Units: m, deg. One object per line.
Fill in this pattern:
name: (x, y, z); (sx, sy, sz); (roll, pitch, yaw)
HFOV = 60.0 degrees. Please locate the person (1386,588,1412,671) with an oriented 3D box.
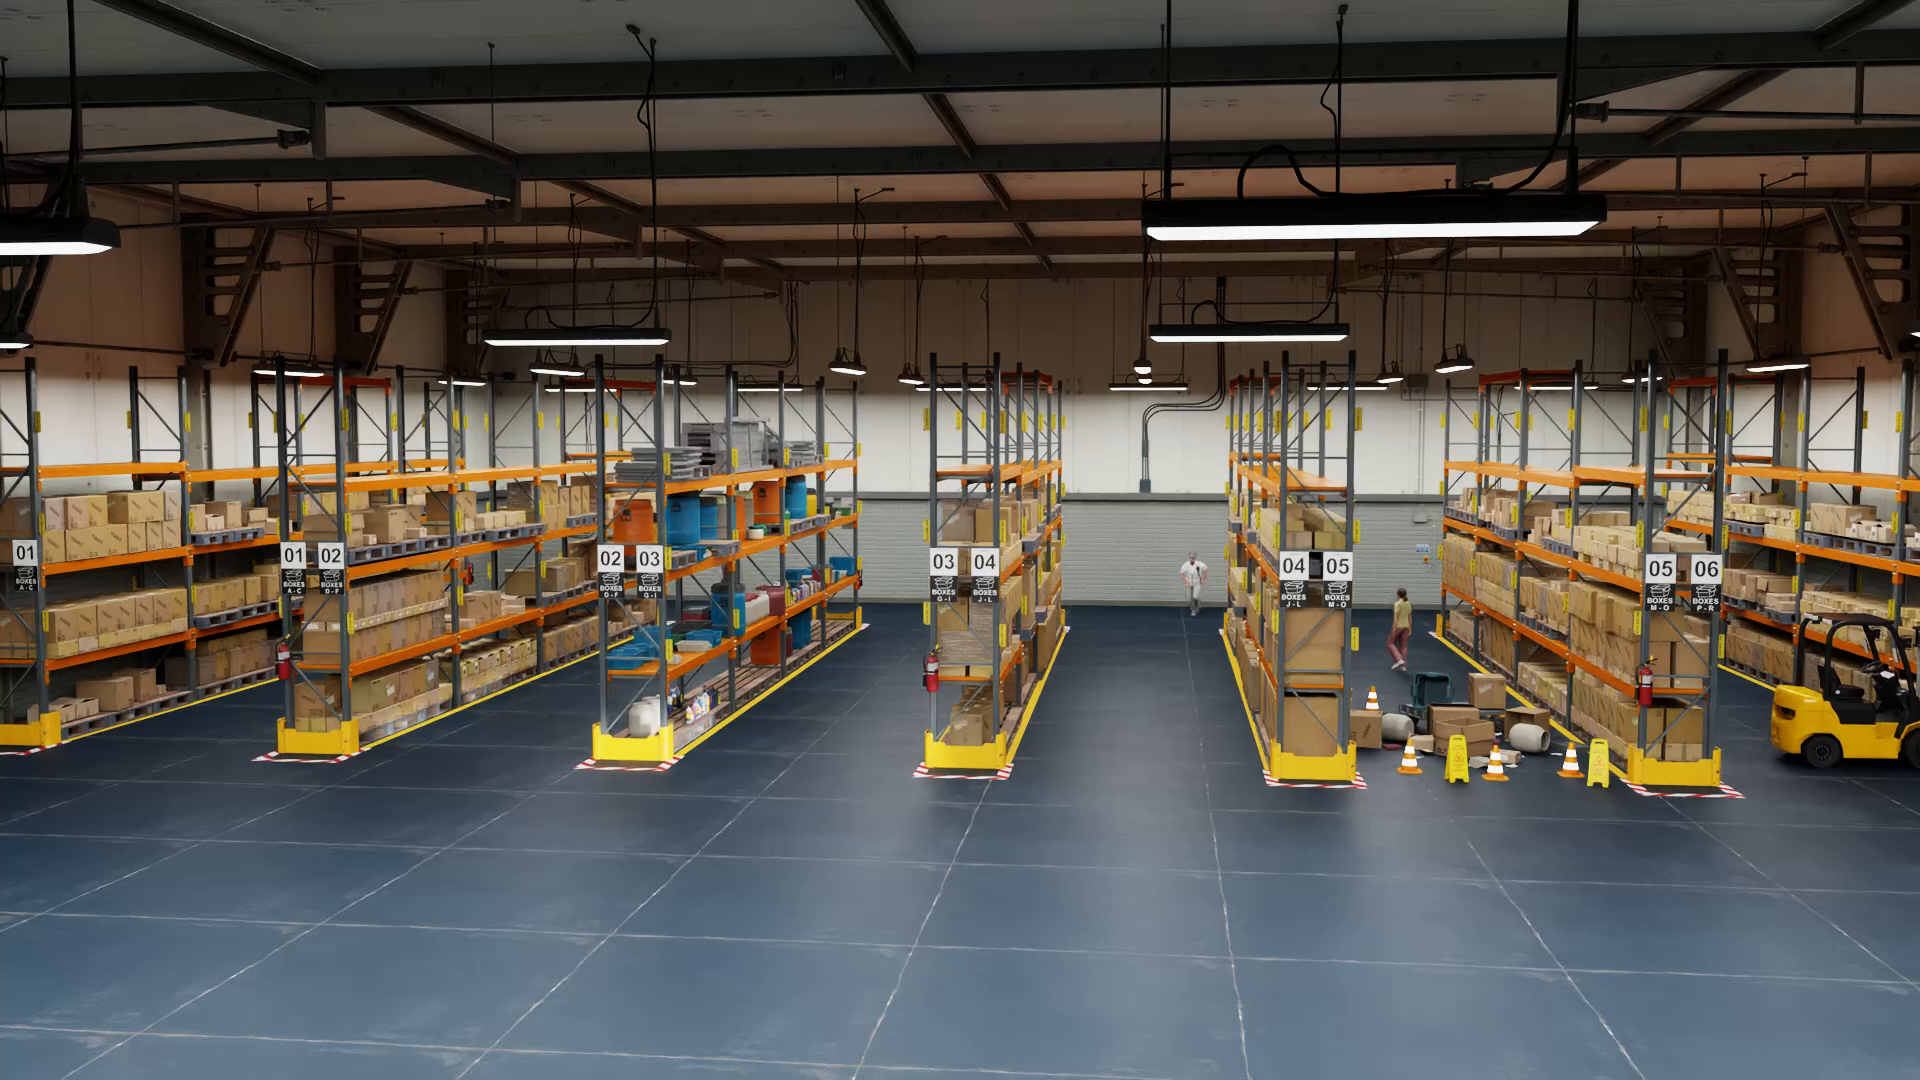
person: (8.897, 1.799, 33.503); (0.497, 1.670, 0.465); (-2, 5, -27)

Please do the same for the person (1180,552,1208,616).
person: (6.050, 1.131, 42.938); (0.692, 1.680, 0.726); (1, 4, 18)

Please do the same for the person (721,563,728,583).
person: (-5.935, 1.135, 42.242); (0.999, 1.744, 0.634); (-1, 4, -16)
